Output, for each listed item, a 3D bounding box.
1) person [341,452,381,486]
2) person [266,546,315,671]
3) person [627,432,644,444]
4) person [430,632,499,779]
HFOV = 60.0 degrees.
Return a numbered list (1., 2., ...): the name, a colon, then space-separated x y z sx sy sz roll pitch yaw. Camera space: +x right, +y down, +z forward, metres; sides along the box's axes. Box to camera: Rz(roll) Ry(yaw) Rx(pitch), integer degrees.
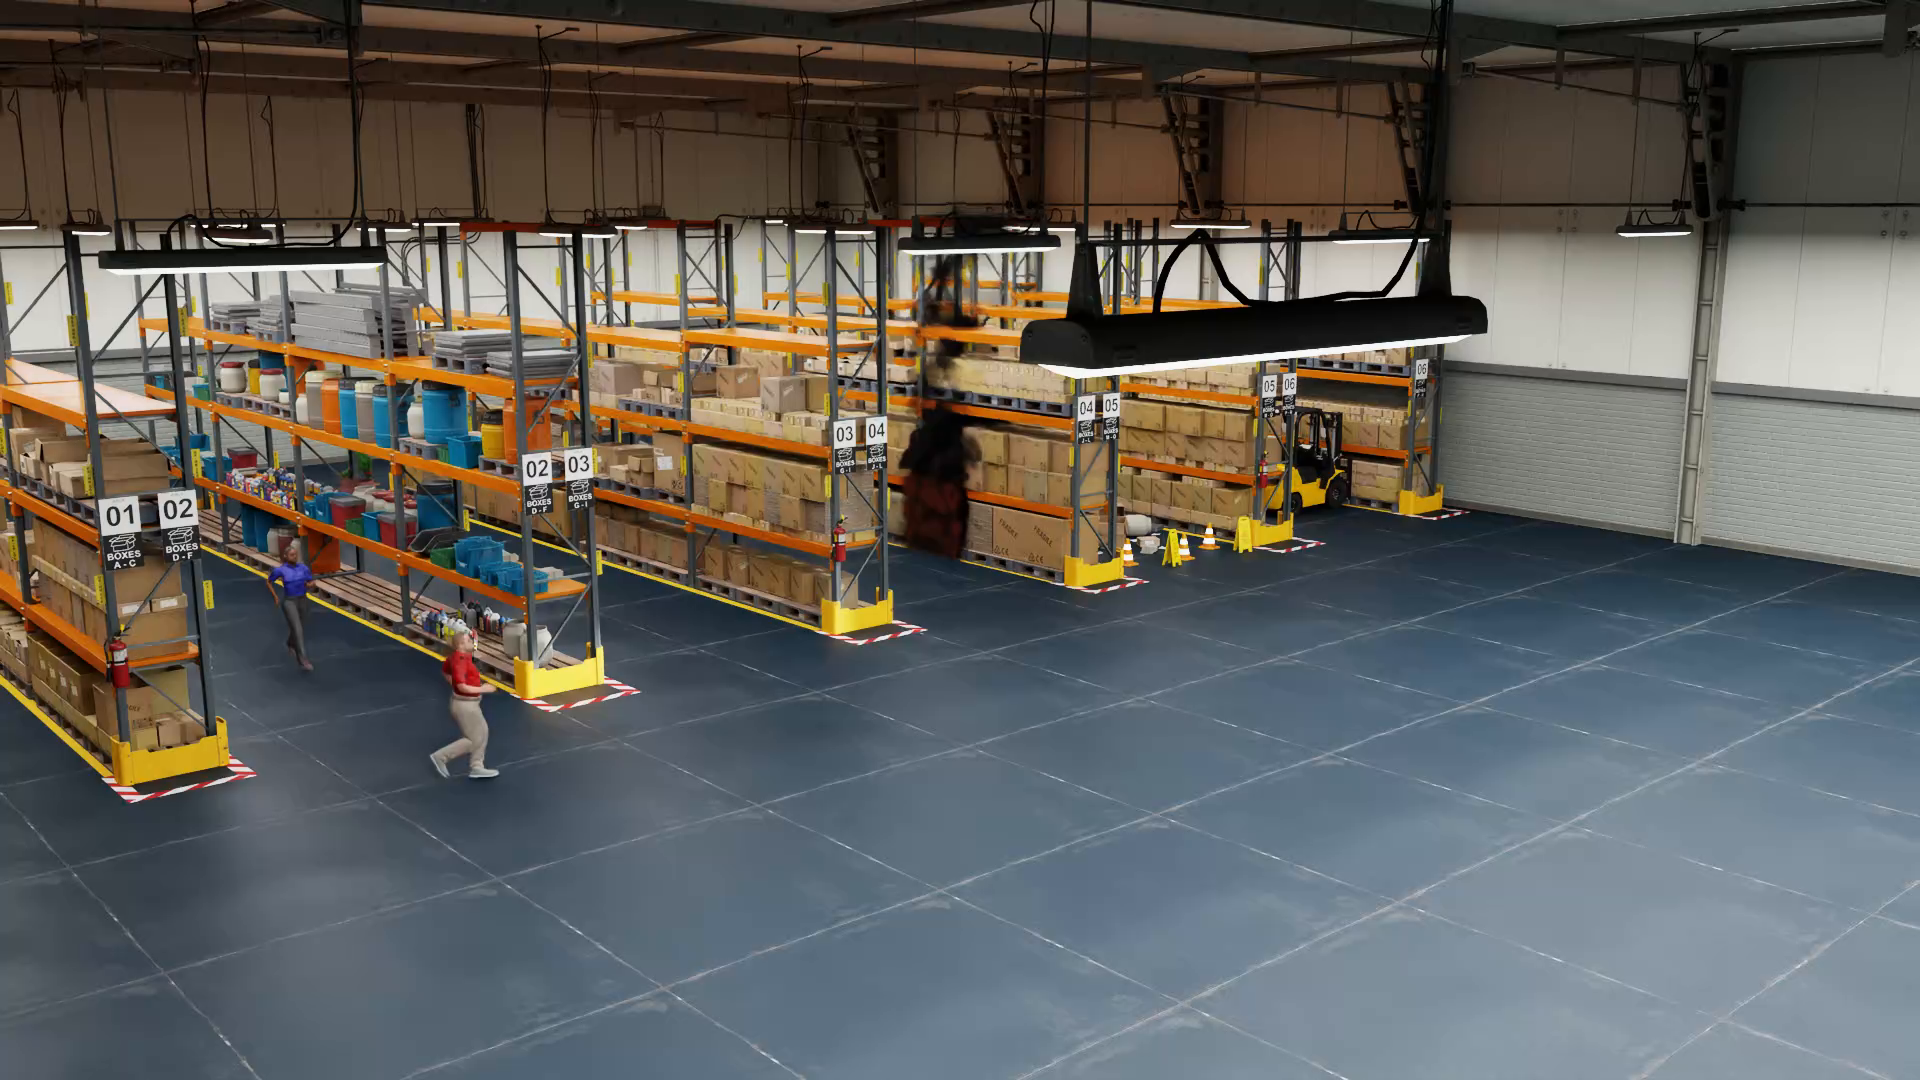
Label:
1. person: -13.604 -2.057 37.609 0.869 1.772 0.657 -6 13 -28
2. person: -9.222 0.922 23.068 0.890 1.656 0.566 10 15 40
3. person: -8.066 -2.777 41.310 0.567 1.728 0.733 0 11 1
4. person: -5.530 1.848 18.439 0.752 1.687 0.664 -5 12 -23
